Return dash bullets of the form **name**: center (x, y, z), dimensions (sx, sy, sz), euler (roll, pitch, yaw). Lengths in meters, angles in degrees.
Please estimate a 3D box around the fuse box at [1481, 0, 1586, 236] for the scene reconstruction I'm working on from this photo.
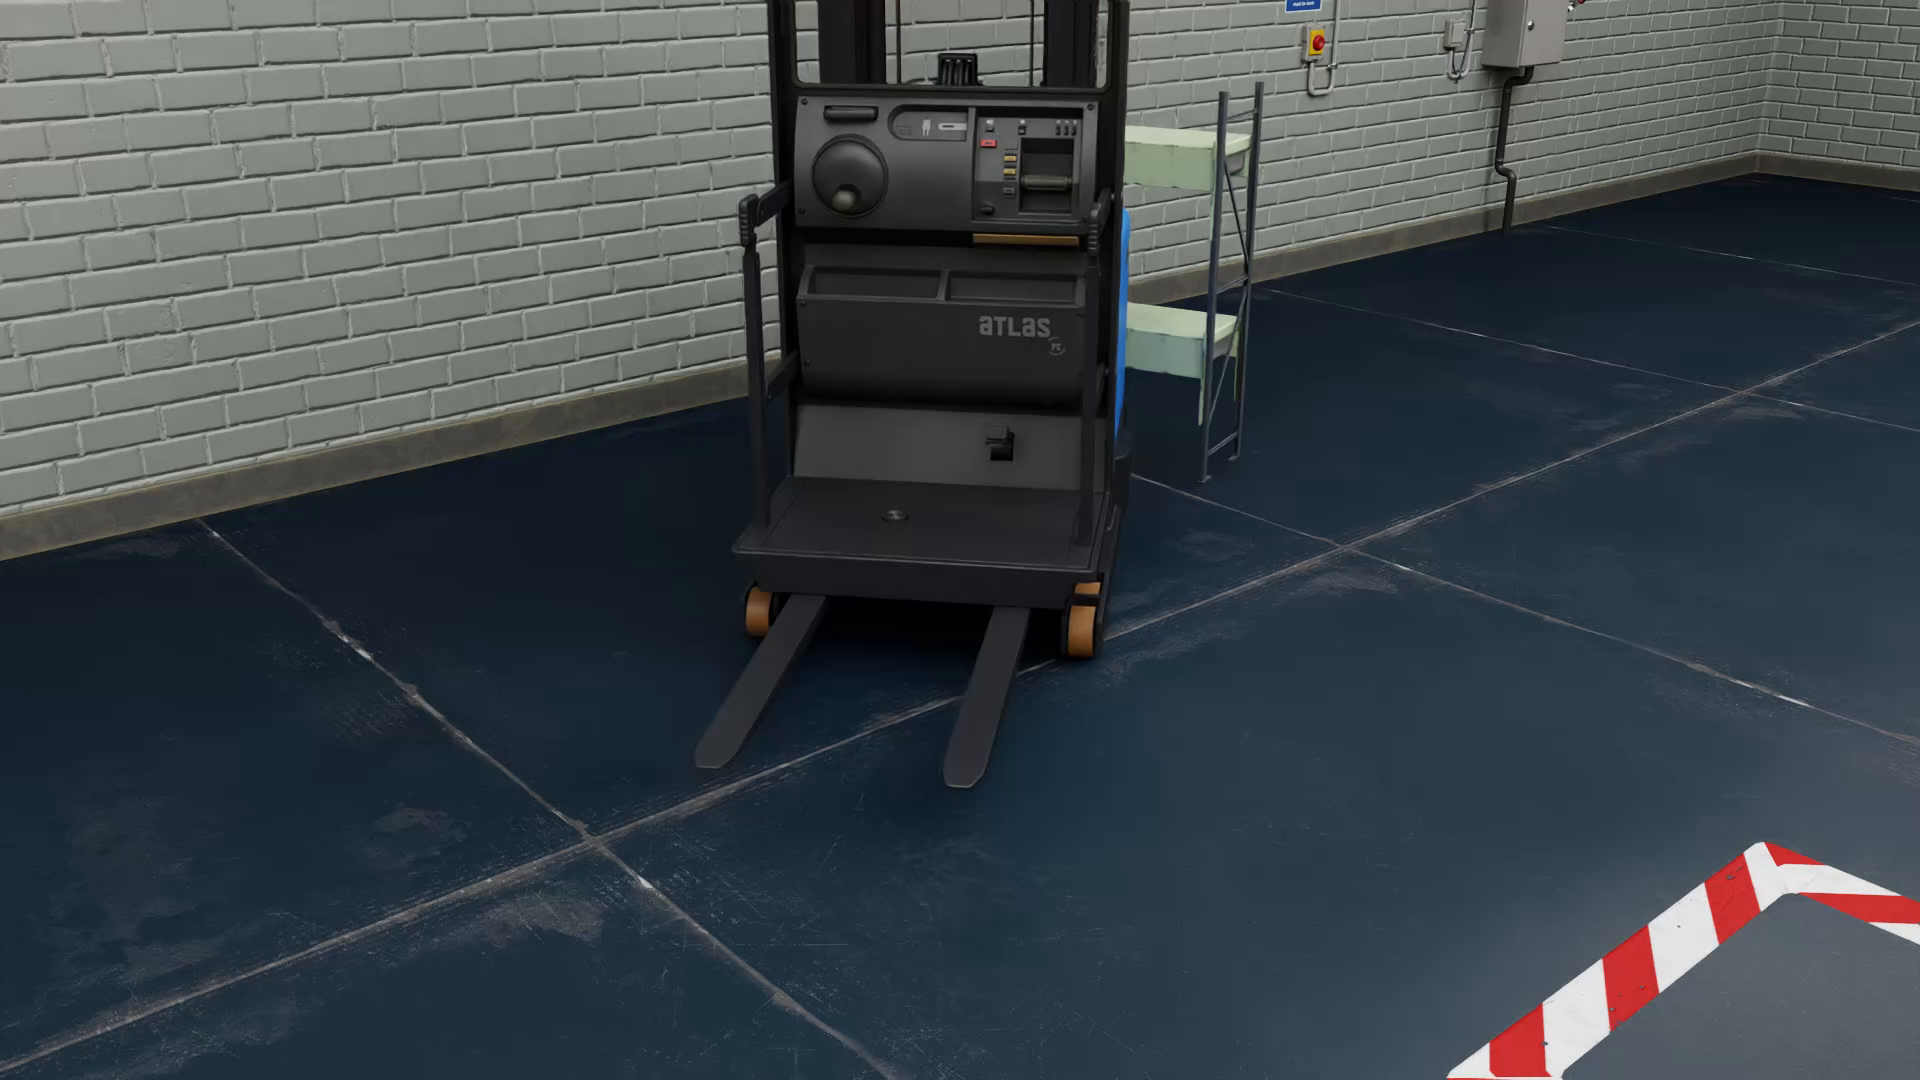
- **fuse box**: center (3.731, -2.859, 10.937), dimensions (0.539, 1.711, 0.414), euler (-17, 27, -37)

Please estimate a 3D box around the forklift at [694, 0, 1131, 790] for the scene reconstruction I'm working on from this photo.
- **forklift**: center (-0.077, -1.141, 4.878), dimensions (1.130, 2.935, 3.031), euler (3, 22, 8)

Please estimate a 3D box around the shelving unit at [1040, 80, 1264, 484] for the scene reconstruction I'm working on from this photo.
- **shelving unit**: center (0.731, -1.051, 6.611), dimensions (0.755, 1.500, 0.431), euler (12, 24, 28)

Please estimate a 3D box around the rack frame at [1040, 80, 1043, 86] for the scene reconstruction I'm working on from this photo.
- **rack frame**: center (0.415, -1.118, 6.783), dimensions (0.023, 1.500, 0.400), euler (12, 24, 28)

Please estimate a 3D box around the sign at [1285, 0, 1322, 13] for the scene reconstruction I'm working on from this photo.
- **sign**: center (1.967, -3.130, 9.493), dimensions (0.327, 0.218, 0.001), euler (-17, 27, -37)

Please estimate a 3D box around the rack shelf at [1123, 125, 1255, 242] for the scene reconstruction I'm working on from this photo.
- **rack shelf**: center (0.731, -1.414, 6.469), dimensions (0.720, 0.370, 0.431), euler (12, 24, 28)

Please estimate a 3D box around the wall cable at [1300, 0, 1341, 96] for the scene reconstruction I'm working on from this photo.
- **wall cable**: center (2.044, -3.487, 9.337), dimensions (0.585, 1.953, 0.123), euler (-17, 27, -37)

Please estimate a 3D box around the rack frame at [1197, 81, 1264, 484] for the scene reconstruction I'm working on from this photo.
- **rack frame**: center (1.047, -0.984, 6.439), dimensions (0.023, 1.500, 0.400), euler (12, 24, 28)

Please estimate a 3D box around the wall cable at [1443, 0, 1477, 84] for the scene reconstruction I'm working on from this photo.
- **wall cable**: center (3.111, -3.813, 10.213), dimensions (0.588, 1.984, 0.122), euler (-17, 27, -37)

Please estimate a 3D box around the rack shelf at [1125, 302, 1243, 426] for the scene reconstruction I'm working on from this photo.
- **rack shelf**: center (0.731, -0.748, 6.730), dimensions (0.720, 0.370, 0.431), euler (12, 24, 28)
